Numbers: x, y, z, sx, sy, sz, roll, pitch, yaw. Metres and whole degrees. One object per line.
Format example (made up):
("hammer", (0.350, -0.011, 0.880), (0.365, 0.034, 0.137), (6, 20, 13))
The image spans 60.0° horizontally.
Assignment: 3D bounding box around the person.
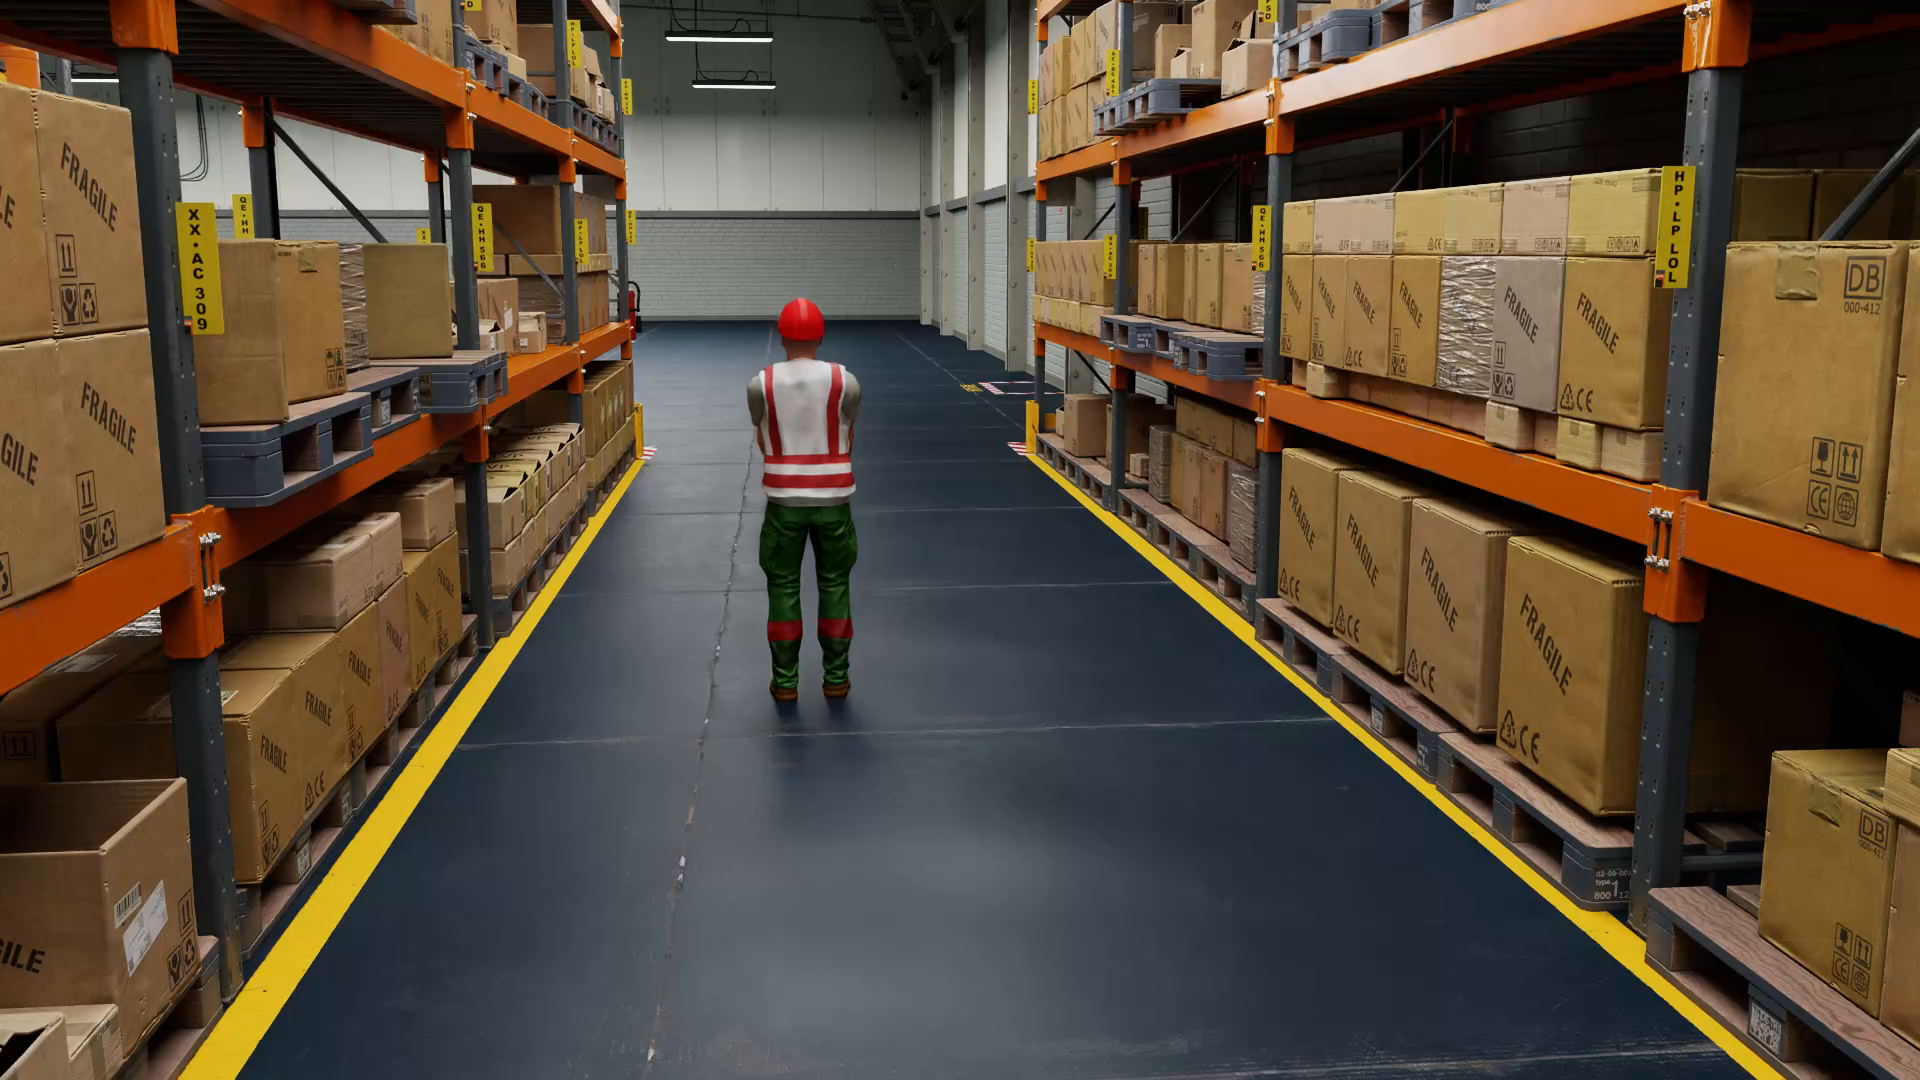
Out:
("person", (-0.691, -0.189, 7.435), (0.494, 1.782, 0.573), (-1, 10, -6))
